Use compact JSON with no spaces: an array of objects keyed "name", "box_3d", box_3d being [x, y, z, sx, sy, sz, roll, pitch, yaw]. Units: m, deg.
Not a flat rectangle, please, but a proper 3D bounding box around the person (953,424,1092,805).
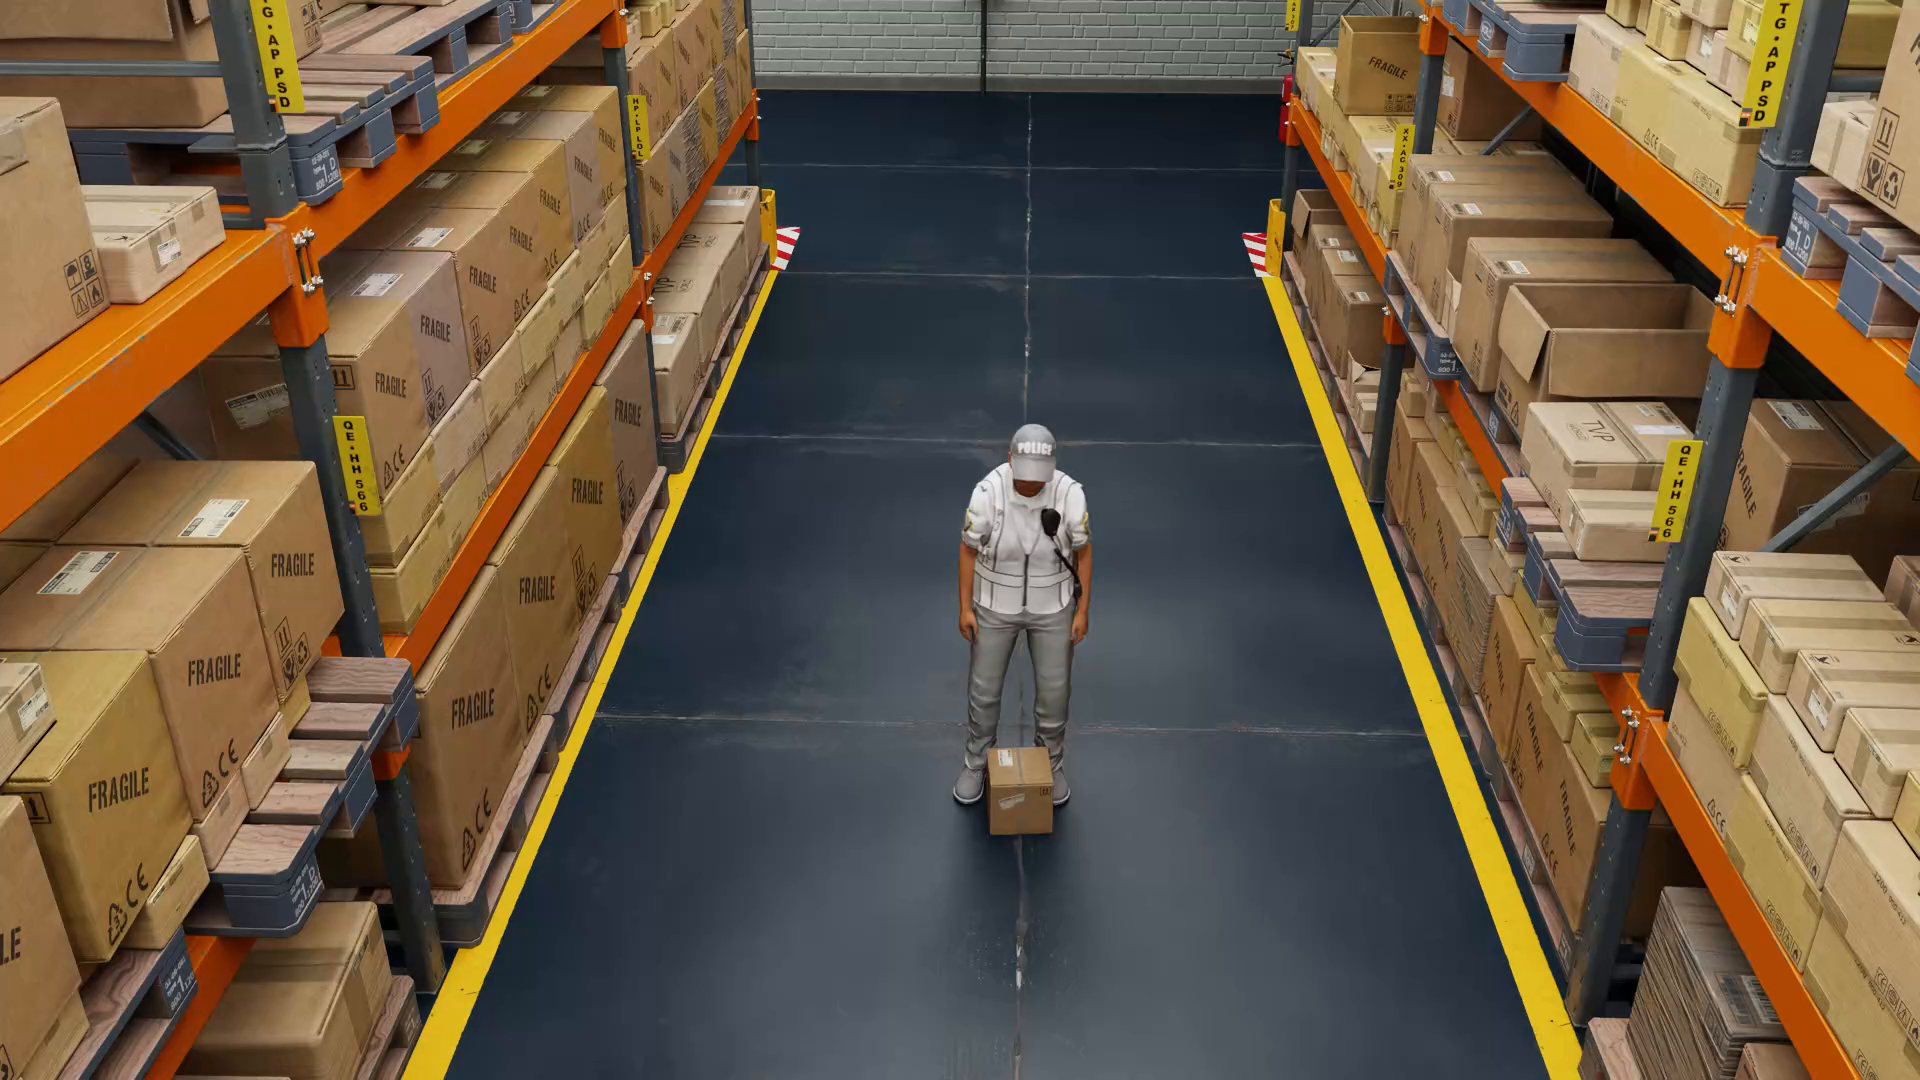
[{"name":"person","box_3d":[0.246,0.287,6.578,0.543,1.666,0.470,1,28,2]}]
